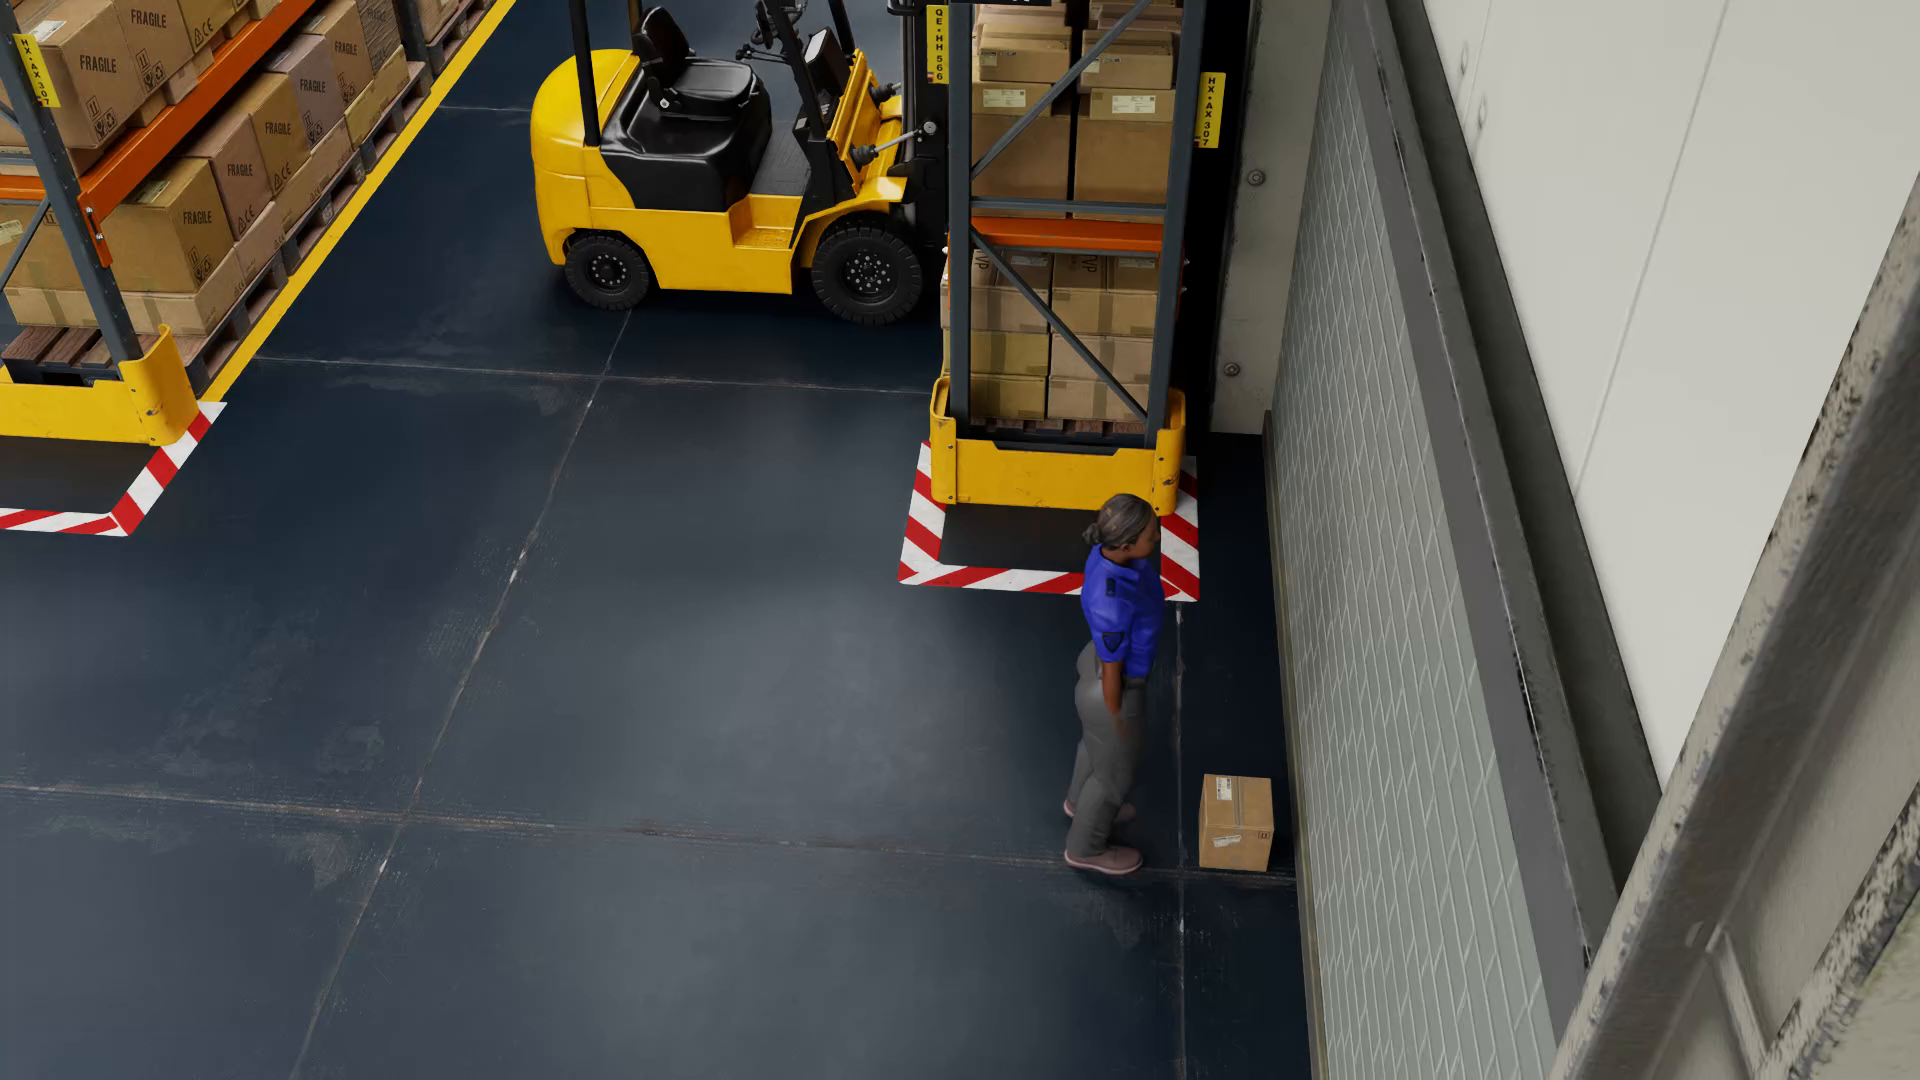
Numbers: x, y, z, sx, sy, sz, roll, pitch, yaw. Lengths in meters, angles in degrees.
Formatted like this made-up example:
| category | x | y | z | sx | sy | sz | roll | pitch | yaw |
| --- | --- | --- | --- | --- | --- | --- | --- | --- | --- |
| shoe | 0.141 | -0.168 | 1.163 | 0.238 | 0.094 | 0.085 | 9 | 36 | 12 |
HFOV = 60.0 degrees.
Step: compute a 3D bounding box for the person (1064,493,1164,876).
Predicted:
| category | x | y | z | sx | sy | sz | roll | pitch | yaw |
| --- | --- | --- | --- | --- | --- | --- | --- | --- | --- |
| person | 0.553 | 0.502 | 5.873 | 0.302 | 1.662 | 0.438 | 4 | 40 | 5 |
